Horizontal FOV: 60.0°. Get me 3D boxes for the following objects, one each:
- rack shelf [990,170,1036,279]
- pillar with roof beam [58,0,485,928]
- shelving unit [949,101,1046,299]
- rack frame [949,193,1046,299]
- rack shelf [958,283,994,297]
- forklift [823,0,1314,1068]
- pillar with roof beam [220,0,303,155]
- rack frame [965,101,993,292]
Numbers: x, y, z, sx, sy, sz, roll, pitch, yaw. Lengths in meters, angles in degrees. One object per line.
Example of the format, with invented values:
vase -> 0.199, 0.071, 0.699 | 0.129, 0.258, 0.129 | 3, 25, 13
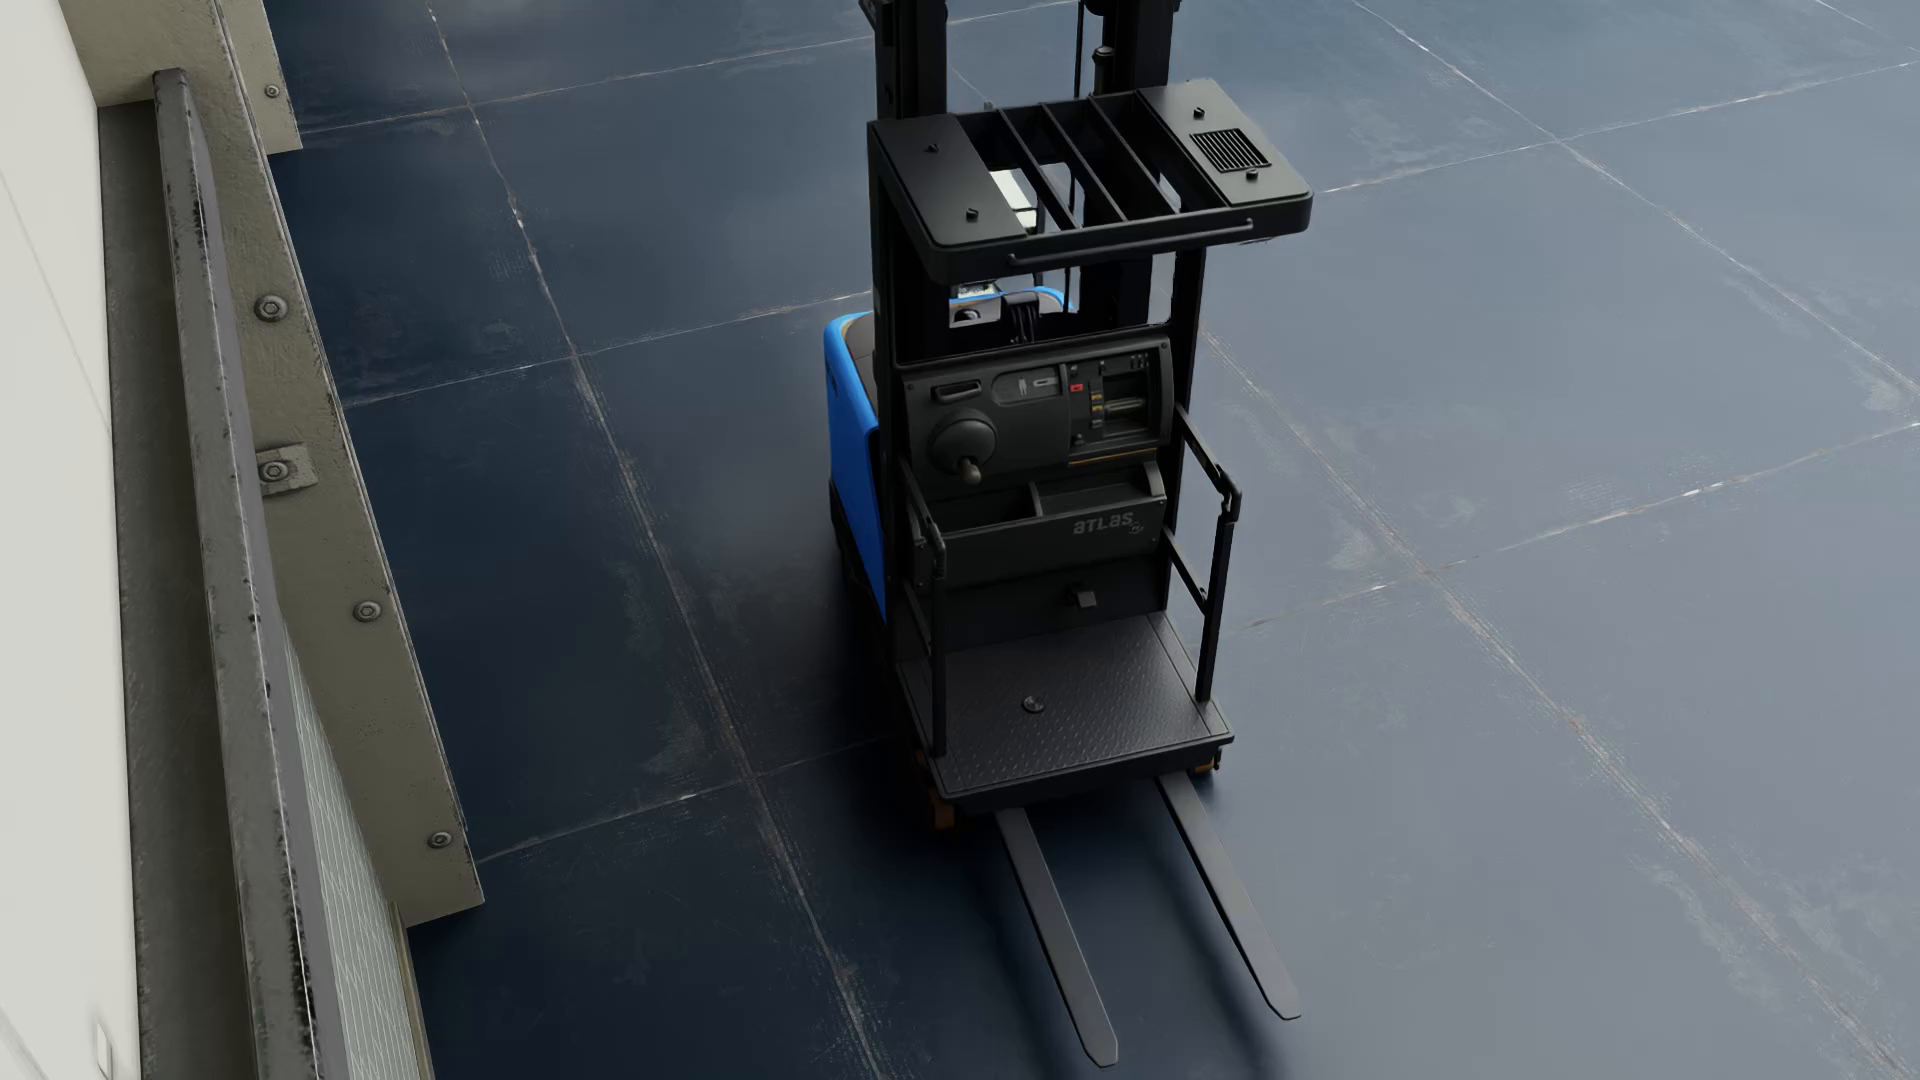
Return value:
rack shelf -> 0.048, -1.340, 7.059 | 0.431, 0.370, 0.720 | -10, 42, -12
pillar with roof beam -> 2.107, -3.305, 4.191 | 9.100, 9.000, 0.400 | -15, 43, -17
shelving unit -> 0.048, -1.044, 7.314 | 0.431, 1.500, 0.755 | -10, 42, -12
rack frame -> 0.148, -0.814, 7.047 | 0.400, 1.500, 0.023 | -10, 42, -12
rack shelf -> 0.048, -0.797, 7.526 | 0.431, 0.370, 0.720 | -10, 42, -12
forklift -> 0.331, -0.349, 5.408 | 1.130, 2.935, 3.031 | -10, 42, -12
pillar with roof beam -> -0.188, -6.919, 8.394 | 9.100, 9.000, 0.400 | -15, 43, -17
rack frame -> -0.052, -1.274, 7.581 | 0.400, 1.500, 0.023 | -10, 42, -12
